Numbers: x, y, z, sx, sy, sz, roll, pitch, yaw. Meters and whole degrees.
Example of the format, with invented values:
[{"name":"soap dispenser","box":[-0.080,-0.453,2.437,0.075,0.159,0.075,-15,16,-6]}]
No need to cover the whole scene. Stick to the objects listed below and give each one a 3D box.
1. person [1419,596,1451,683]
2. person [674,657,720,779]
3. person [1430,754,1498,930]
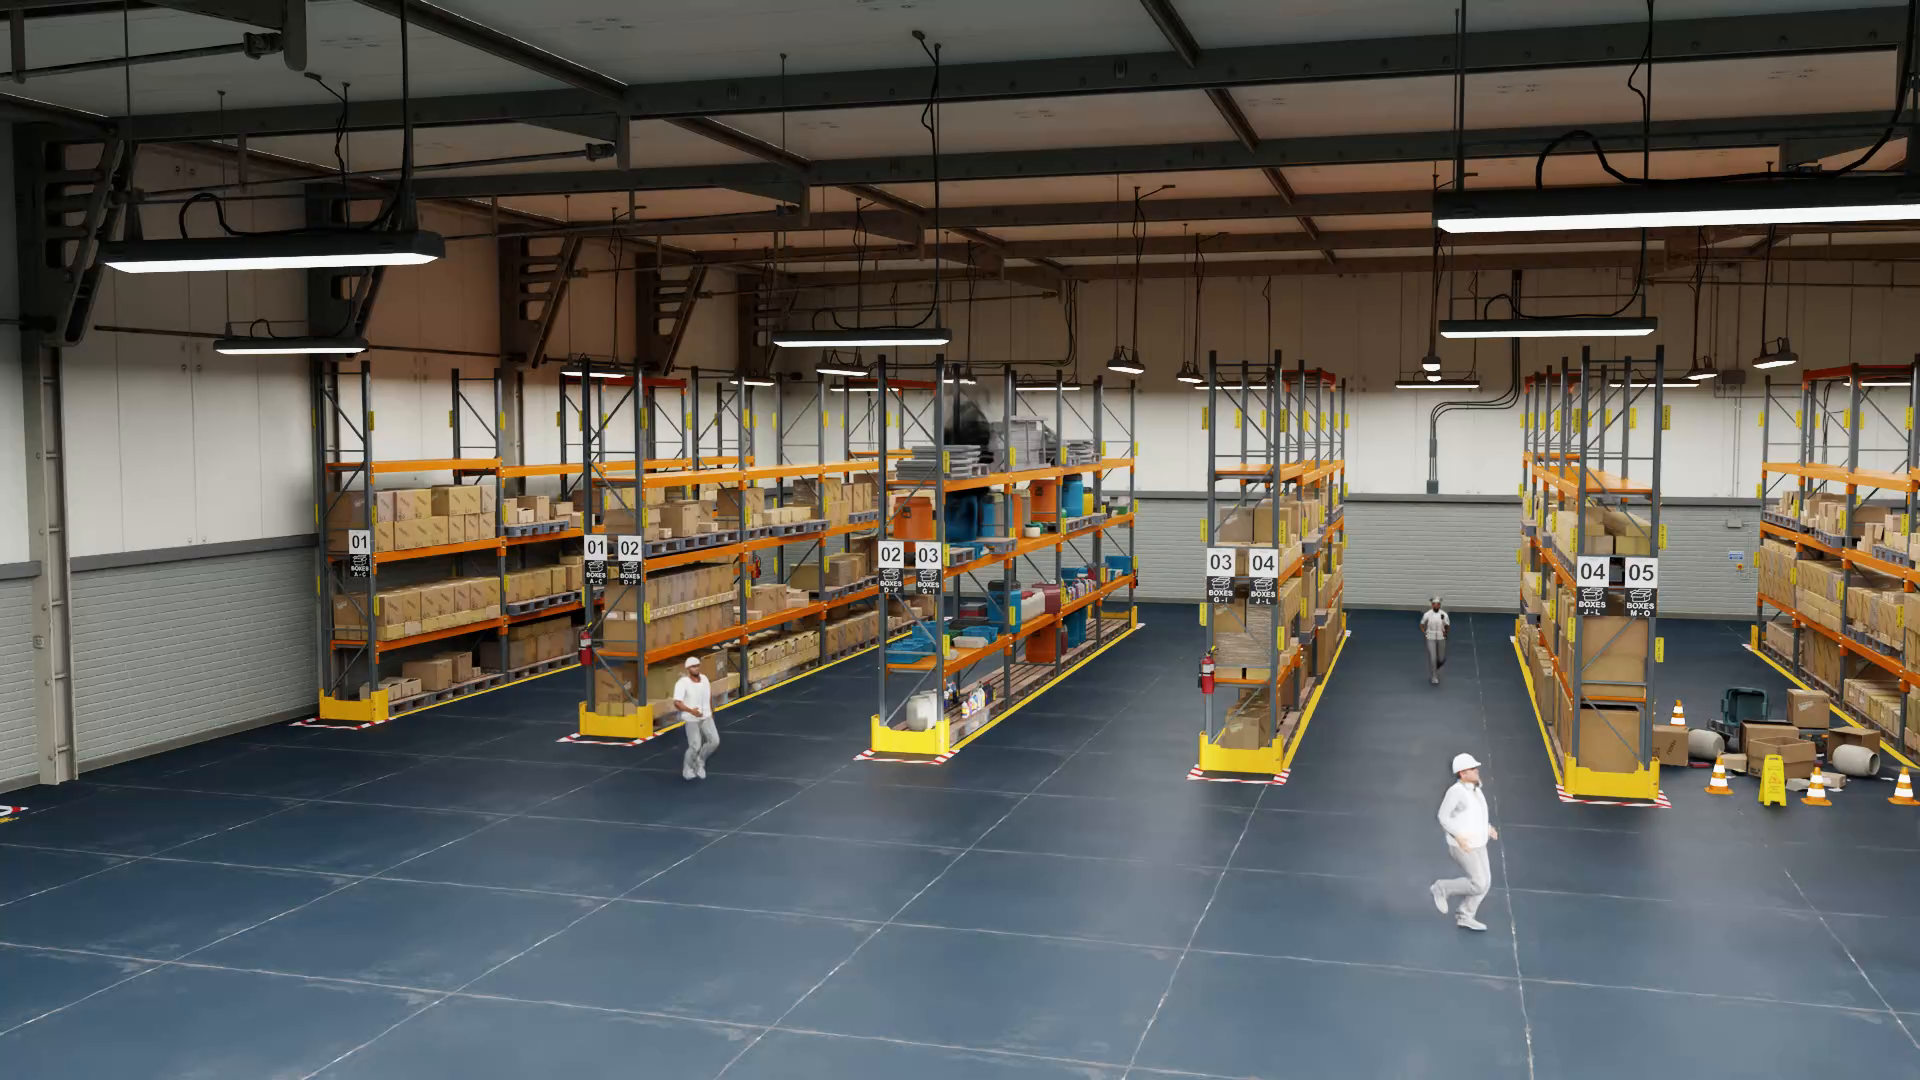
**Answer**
[{"name":"person","box":[9.111,1.895,31.902,0.579,1.654,0.678,1,4,8]},{"name":"person","box":[-3.642,2.481,23.140,0.712,1.725,0.633,-4,6,-43]},{"name":"person","box":[4.984,2.973,16.429,0.583,1.729,0.665,4,6,42]}]
